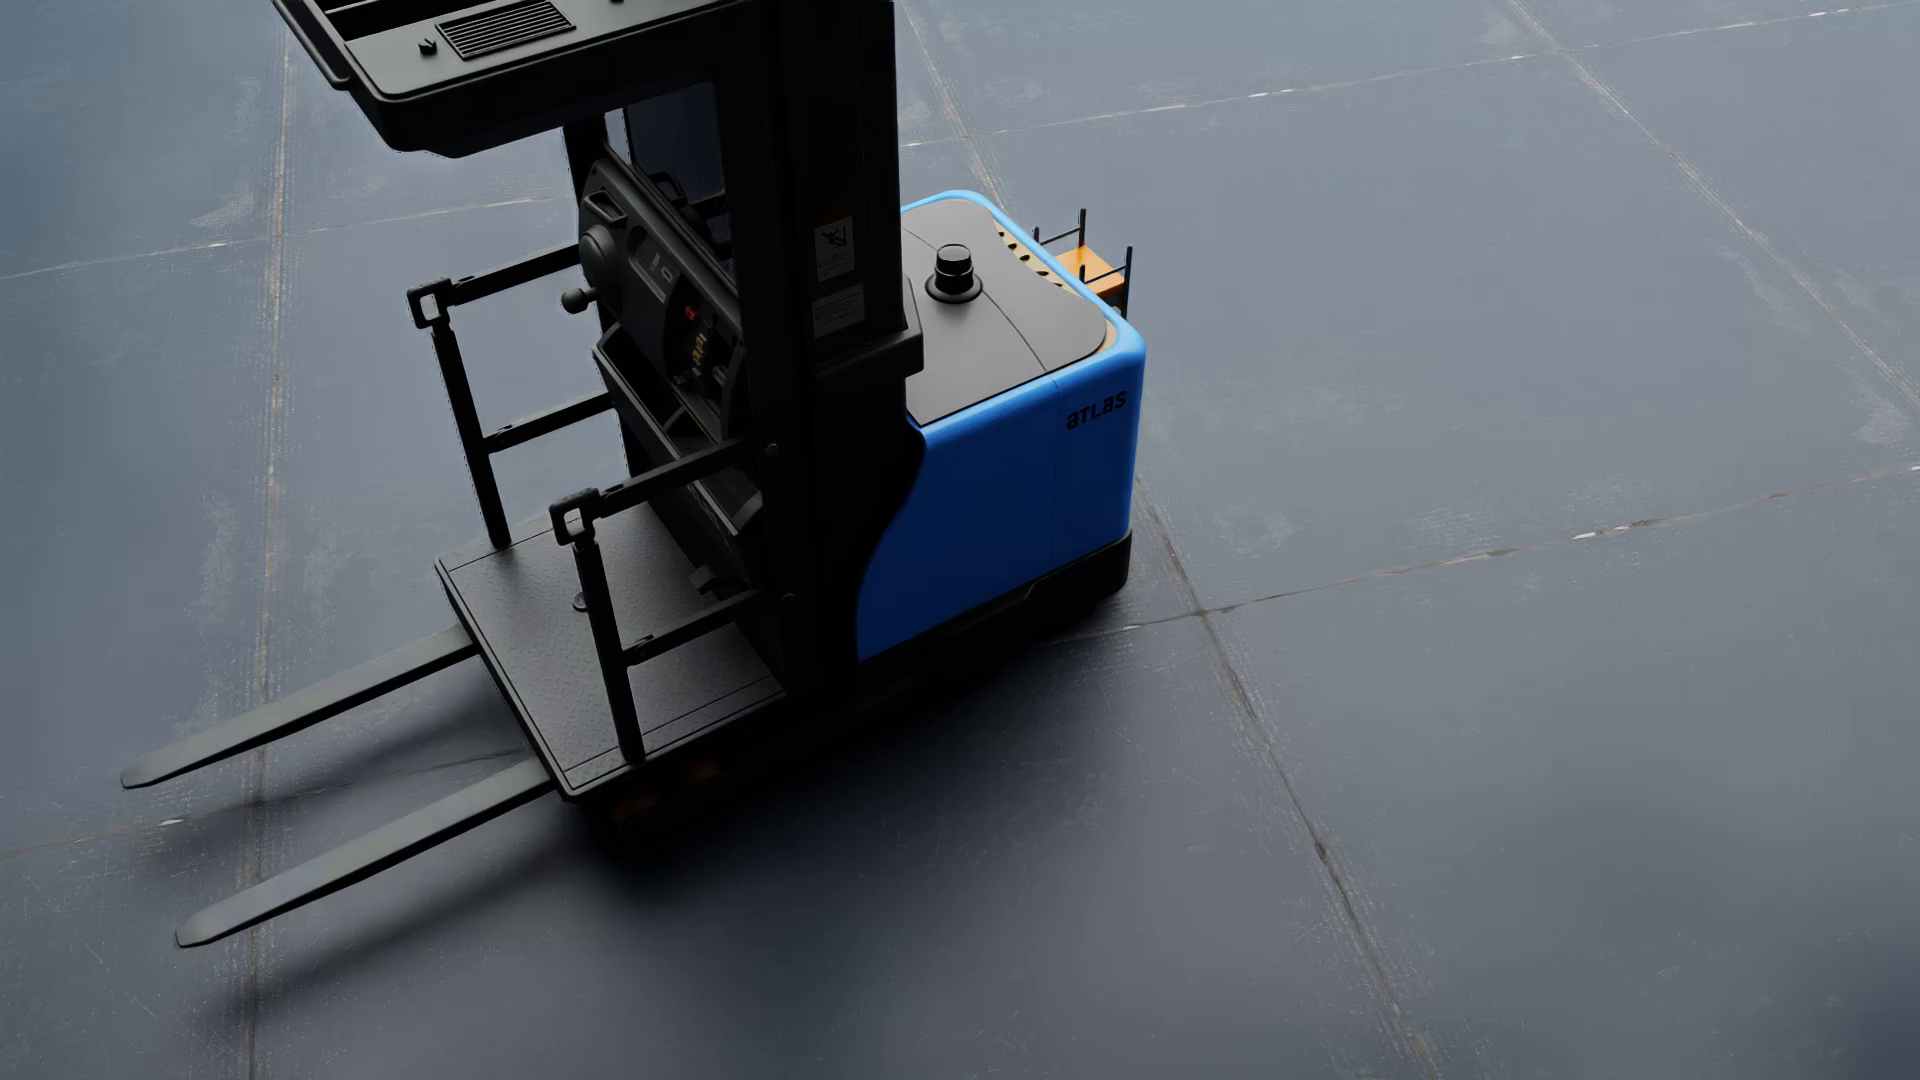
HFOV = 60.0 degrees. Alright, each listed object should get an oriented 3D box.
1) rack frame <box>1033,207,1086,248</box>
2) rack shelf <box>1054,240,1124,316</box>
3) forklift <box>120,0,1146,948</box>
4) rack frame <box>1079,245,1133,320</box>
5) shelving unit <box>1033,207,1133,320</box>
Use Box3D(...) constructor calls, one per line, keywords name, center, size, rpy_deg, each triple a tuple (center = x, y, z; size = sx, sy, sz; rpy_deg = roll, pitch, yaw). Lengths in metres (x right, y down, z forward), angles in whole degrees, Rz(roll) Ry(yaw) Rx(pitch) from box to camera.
Box3D(name="rack frame", center=(0.319, -0.656, 5.658), size=(0.200, 1.050, 0.008), rpy_deg=(-25, 51, -23))
Box3D(name="rack shelf", center=(0.386, -0.775, 5.392), size=(0.215, 0.259, 0.240), rpy_deg=(-25, 51, -23))
Box3D(name="forklift", center=(-0.959, -0.576, 4.262), size=(3.031, 2.935, 1.130), rpy_deg=(-24, 50, -22))
Box3D(name="rack frame", center=(0.453, -0.511, 5.515), size=(0.200, 1.050, 0.008), rpy_deg=(-25, 51, -23))
Box3D(name="shelving unit", center=(0.386, -0.584, 5.587), size=(0.215, 1.050, 0.252), rpy_deg=(-25, 51, -23))
